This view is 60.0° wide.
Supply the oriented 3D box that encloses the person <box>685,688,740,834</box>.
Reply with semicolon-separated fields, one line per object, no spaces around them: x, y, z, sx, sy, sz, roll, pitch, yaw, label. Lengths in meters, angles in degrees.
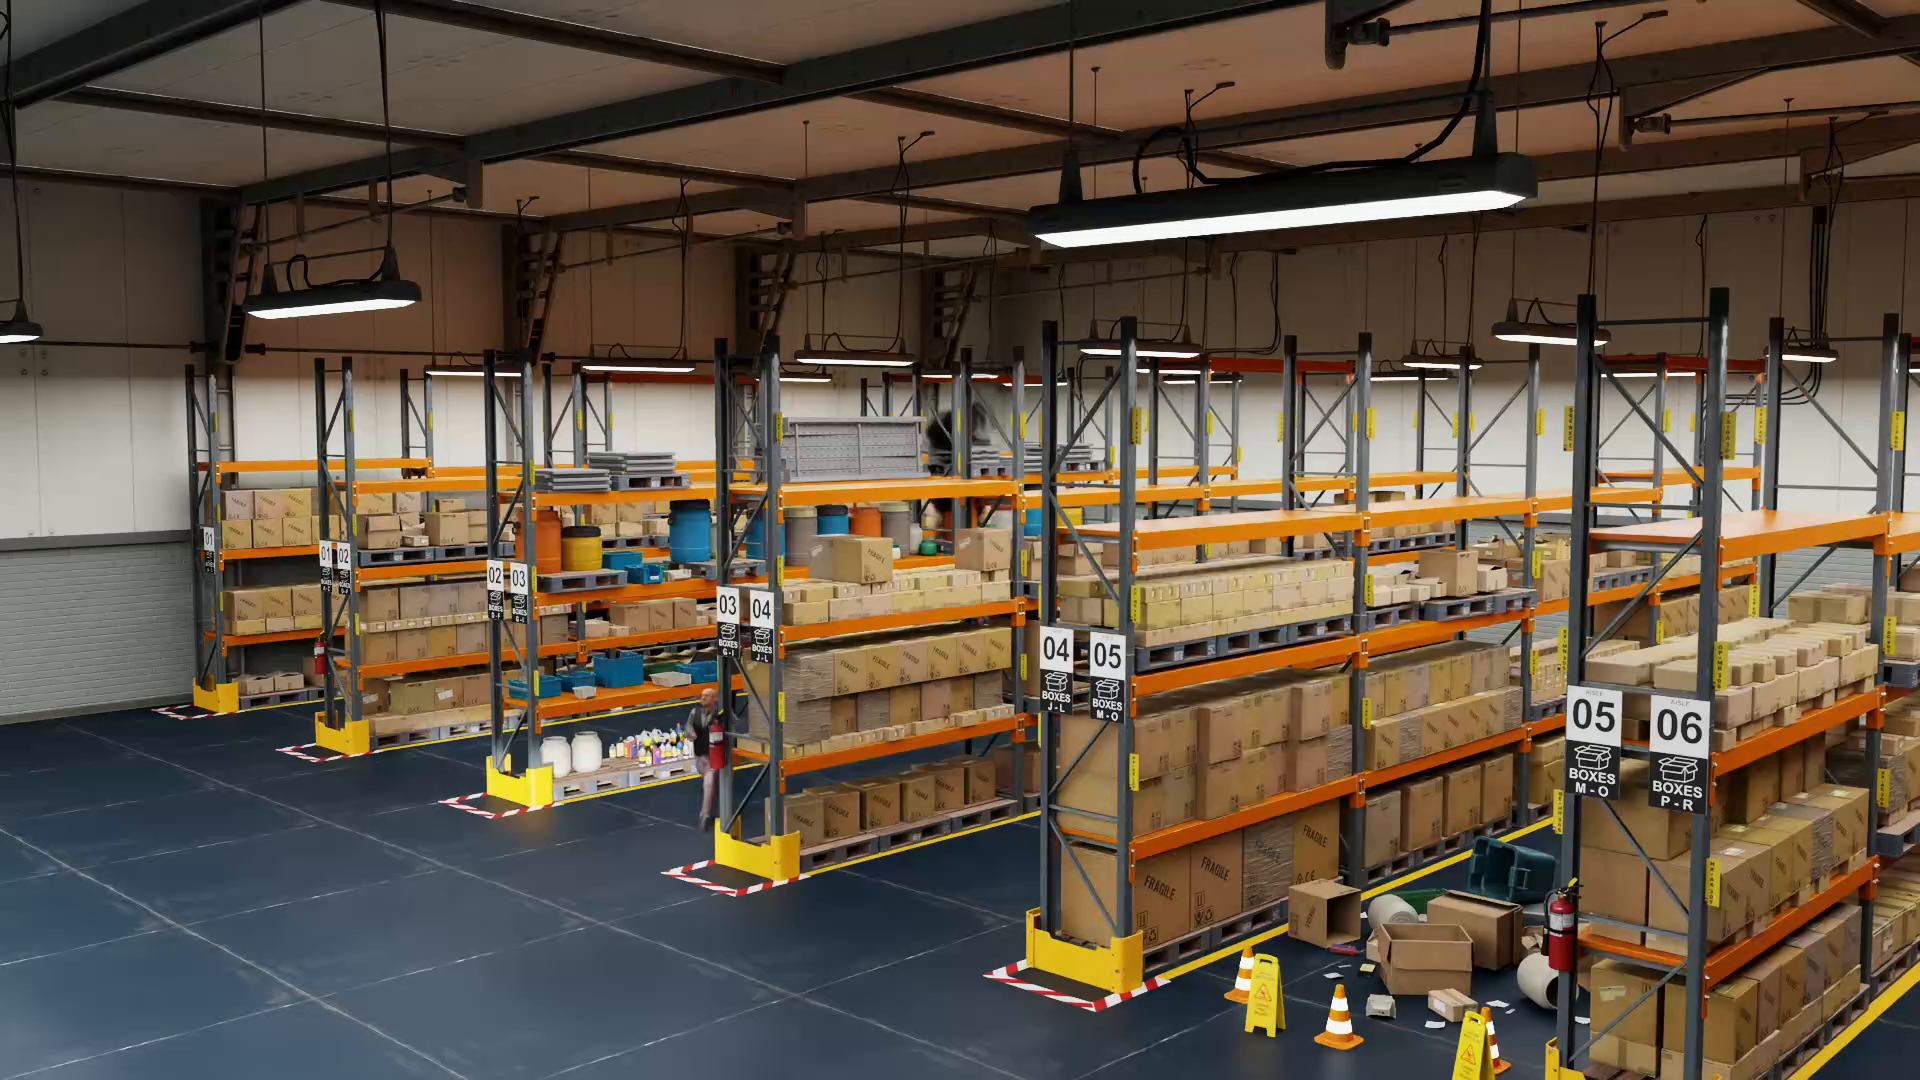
-3.126;2.724;20.864;0.624;1.767;1.009;2;5;25;person
